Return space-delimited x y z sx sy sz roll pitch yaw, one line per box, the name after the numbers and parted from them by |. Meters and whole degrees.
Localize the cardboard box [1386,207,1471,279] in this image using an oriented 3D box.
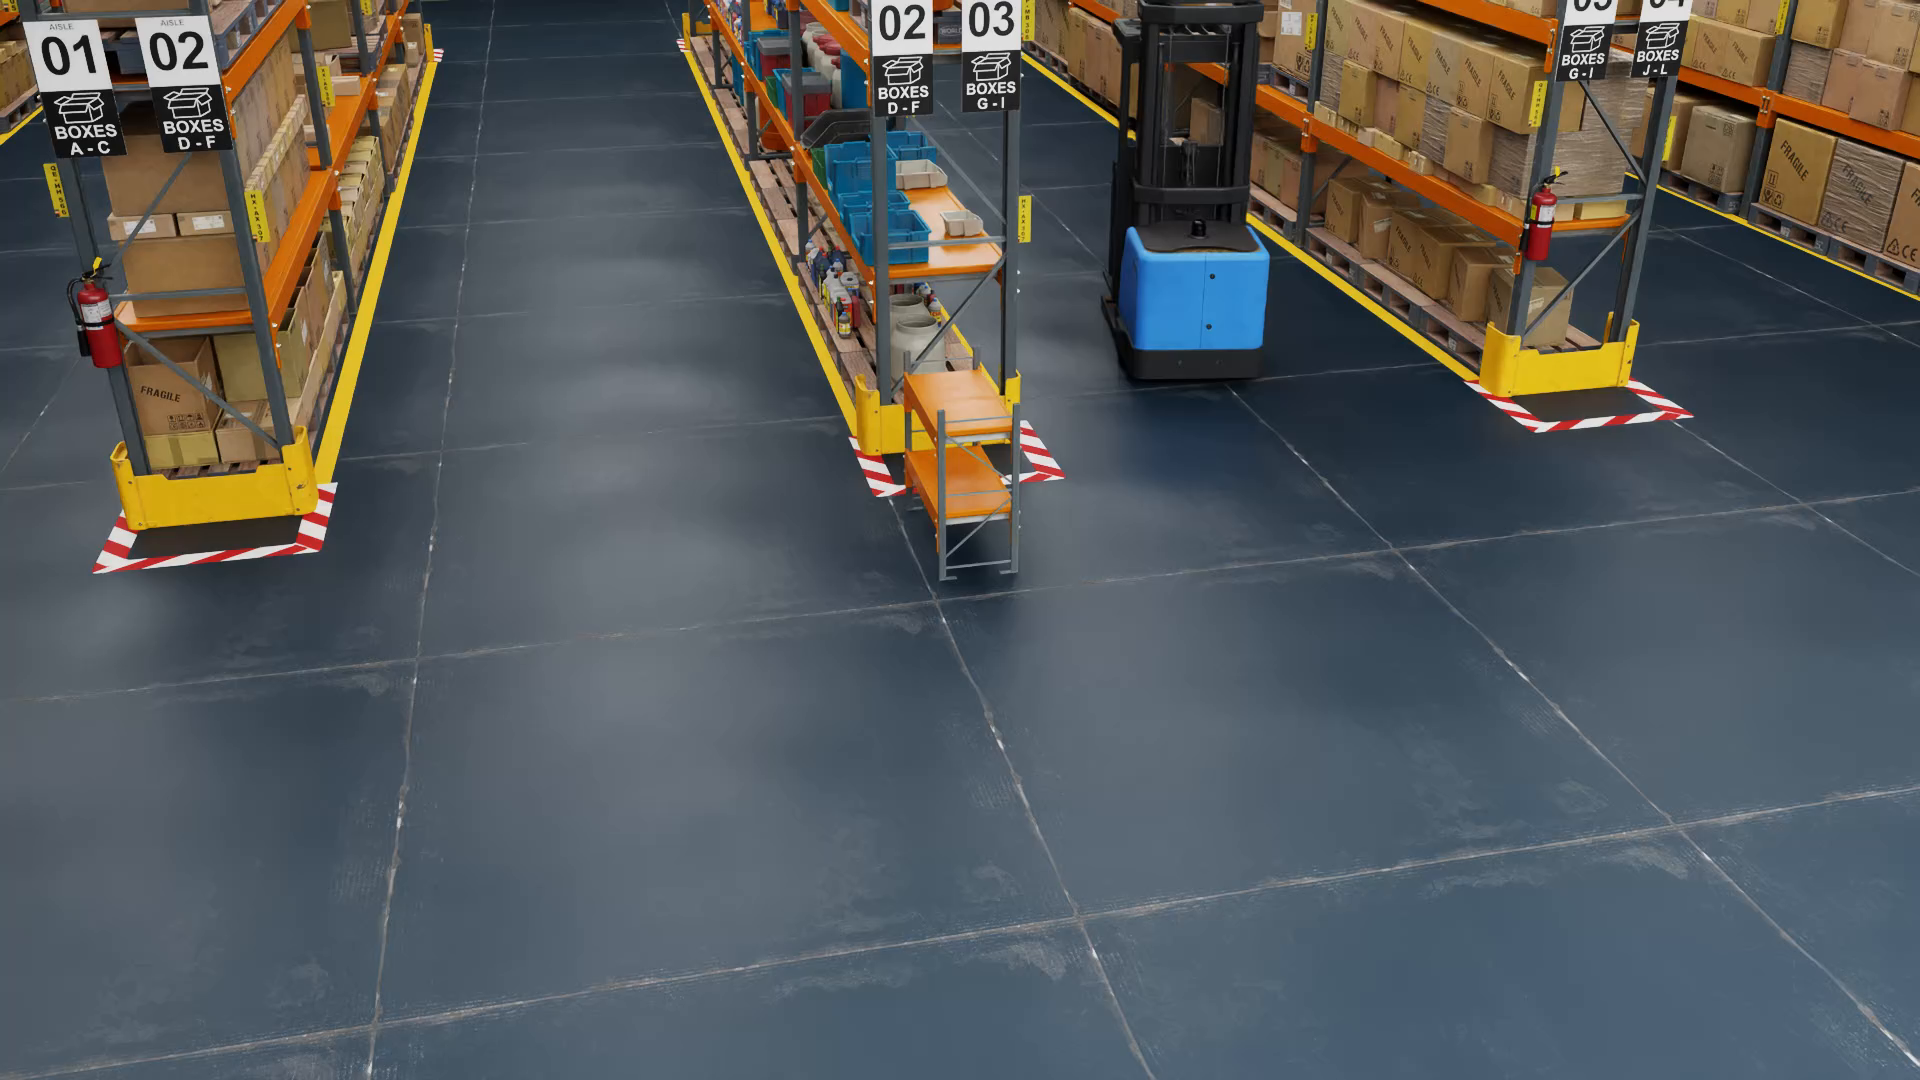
4.232 -2.679 15.037 0.500 0.500 0.500 -8 28 -16 | cardboard box

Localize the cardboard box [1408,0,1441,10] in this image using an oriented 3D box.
4.311 -4.537 14.860 0.500 0.500 0.500 -6 27 -12 | cardboard box

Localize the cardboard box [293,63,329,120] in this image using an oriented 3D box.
-6.214 -4.133 15.498 0.500 0.500 0.500 -6 27 -12 | cardboard box

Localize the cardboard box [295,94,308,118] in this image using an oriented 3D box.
-5.555 -3.535 13.593 0.380 0.149 0.250 -6 27 -12 | cardboard box

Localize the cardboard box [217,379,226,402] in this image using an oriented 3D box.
-5.457 -0.926 11.841 0.500 0.250 0.500 -6 27 -12 | cardboard box

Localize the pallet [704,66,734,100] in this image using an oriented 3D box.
-3.004 -6.386 23.167 1.003 0.211 1.213 -6 27 -12 | pallet

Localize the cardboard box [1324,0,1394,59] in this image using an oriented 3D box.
3.681 -4.703 15.188 0.500 0.500 0.500 -6 27 -12 | cardboard box

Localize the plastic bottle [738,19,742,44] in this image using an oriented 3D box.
-2.510 -5.872 19.197 0.097 0.271 0.097 0 27 0 | plastic bottle

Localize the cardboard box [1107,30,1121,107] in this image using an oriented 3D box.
2.597 -5.995 21.190 1.225 0.875 0.875 -6 27 -11 | cardboard box

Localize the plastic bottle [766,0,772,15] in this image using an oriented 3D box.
-2.374 -6.823 20.995 0.144 0.351 0.185 -6 27 -12 | plastic bottle

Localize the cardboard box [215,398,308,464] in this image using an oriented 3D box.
-4.828 -0.760 11.513 0.500 0.250 0.500 -6 27 -12 | cardboard box

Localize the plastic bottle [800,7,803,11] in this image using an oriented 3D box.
-1.898 -6.238 19.910 0.061 0.283 0.133 -6 27 -12 | plastic bottle

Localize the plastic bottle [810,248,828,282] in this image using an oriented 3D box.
-1.254 -2.456 14.822 0.152 0.276 0.135 -5 27 -10 | plastic bottle

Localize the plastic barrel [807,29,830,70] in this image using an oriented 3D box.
-1.365 -4.991 17.185 0.421 0.512 0.421 0 27 0 | plastic barrel

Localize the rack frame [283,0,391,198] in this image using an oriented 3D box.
-6.726 -5.054 17.435 1.000 3.000 0.127 -6 27 -12 | rack frame

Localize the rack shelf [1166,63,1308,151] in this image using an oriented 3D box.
3.377 -4.859 17.847 1.077 0.370 4.000 -6 27 -12 | rack shelf

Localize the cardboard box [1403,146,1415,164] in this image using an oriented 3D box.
4.034 -3.303 14.244 0.380 0.149 0.250 -6 27 -12 | cardboard box

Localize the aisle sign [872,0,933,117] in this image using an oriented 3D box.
-0.370 -3.142 10.762 0.394 0.787 0.004 -6 27 -12 | aisle sign

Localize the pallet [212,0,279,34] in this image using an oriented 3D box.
-5.336 -3.691 11.504 1.003 0.211 1.213 -6 27 -12 | pallet

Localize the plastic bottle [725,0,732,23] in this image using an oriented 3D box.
-2.807 -6.506 20.449 0.152 0.276 0.135 -6 27 -12 | plastic bottle

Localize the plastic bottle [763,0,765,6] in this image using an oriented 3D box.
-2.515 -7.062 21.633 0.097 0.201 0.097 0 27 0 | plastic bottle

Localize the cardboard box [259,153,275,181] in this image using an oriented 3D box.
-5.094 -2.636 11.812 0.380 0.149 0.250 -6 27 -12 | cardboard box

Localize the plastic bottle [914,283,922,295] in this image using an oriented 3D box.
-0.347 -2.133 14.186 0.097 0.271 0.097 0 27 0 | plastic bottle

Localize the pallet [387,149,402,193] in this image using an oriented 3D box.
-6.858 -4.141 18.720 1.003 0.211 1.213 -6 27 -12 | pallet

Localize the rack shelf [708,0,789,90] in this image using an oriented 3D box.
-2.350 -6.112 20.330 1.077 0.370 4.000 -6 27 -12 | rack shelf

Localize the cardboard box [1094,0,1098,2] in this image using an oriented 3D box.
1.999 -7.411 21.993 0.500 0.500 0.500 -6 27 -12 | cardboard box

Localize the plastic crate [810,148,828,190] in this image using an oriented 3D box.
-0.967 -3.080 13.759 0.450 0.188 0.662 -6 27 -12 | plastic crate

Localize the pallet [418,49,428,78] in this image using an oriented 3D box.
-8.331 -6.938 24.262 1.003 0.211 1.213 -6 27 -12 | pallet

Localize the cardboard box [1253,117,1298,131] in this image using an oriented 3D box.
3.368 -4.357 18.338 0.700 0.500 0.500 -4 27 -7 | cardboard box

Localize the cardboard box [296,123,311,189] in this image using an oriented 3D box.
-5.719 -3.149 13.548 0.700 0.500 0.500 -7 28 -13 | cardboard box

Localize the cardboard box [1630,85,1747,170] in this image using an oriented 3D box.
8.241 -4.632 18.629 1.050 0.750 0.750 -6 27 -12 | cardboard box

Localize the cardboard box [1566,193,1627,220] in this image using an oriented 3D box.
4.897 -2.584 12.819 0.380 0.149 0.250 -6 27 -12 | cardboard box

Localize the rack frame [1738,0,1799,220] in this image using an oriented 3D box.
8.683 -4.762 16.855 1.000 3.000 0.127 -6 27 -12 | rack frame

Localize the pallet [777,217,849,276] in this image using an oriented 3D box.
-1.213 -2.896 16.252 1.003 0.211 1.213 -6 27 -12 | pallet

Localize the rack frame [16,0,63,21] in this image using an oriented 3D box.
-13.355 -8.062 23.393 1.000 3.000 0.127 -6 27 -12 | rack frame

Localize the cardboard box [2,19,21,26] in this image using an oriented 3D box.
-13.322 -7.160 23.195 0.380 0.149 0.250 -6 27 -11 | cardboard box

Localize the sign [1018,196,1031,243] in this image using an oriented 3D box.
0.440 -2.221 11.514 0.100 0.325 0.005 -6 27 -12 | sign

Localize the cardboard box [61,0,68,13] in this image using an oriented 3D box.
-5.440 -3.543 10.657 0.500 0.250 0.500 -6 27 -12 | cardboard box

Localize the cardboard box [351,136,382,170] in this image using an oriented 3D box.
-6.368 -4.060 17.427 0.500 0.311 0.500 -5 27 -10 | cardboard box

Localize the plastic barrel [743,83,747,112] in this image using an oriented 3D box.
-2.495 -5.580 20.771 0.421 0.512 0.421 0 27 0 | plastic barrel

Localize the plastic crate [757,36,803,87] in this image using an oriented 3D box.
-1.833 -4.844 16.946 0.402 0.464 0.583 -6 27 -12 | plastic crate

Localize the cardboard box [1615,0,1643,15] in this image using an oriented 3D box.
4.872 -4.056 12.295 0.500 0.250 0.500 -5 27 -10 | cardboard box

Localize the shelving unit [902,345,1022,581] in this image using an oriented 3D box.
-0.002 -0.505 10.502 0.538 1.125 1.048 -6 27 -12 | shelving unit

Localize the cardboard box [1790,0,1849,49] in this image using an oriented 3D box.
8.732 -5.145 16.250 0.875 0.550 0.550 -6 27 -12 | cardboard box

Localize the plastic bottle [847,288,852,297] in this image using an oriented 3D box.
-0.932 -2.031 14.061 0.097 0.201 0.097 0 27 0 | plastic bottle

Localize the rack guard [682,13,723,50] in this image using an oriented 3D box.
-3.720 -7.961 25.968 1.175 0.500 0.348 -6 27 -12 | rack guard

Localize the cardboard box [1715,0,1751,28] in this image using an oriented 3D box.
8.447 -5.696 17.485 0.700 0.500 0.500 -6 27 -12 | cardboard box

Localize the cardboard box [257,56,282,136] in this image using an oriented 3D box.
-5.491 -3.286 12.381 0.700 0.500 0.500 -6 27 -12 | cardboard box

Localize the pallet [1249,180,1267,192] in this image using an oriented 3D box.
3.372 -3.936 18.314 1.003 0.211 1.213 -6 27 -12 | pallet

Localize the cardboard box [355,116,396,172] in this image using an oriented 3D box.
-6.550 -4.364 18.352 0.500 0.500 0.500 -5 27 -9 | cardboard box

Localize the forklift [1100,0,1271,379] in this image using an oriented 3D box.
1.815 -3.198 13.833 1.130 2.935 3.031 -1 27 -2 | forklift

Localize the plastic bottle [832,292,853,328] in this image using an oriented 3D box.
-0.968 -1.899 13.718 0.152 0.276 0.135 -6 27 -11 | plastic bottle
